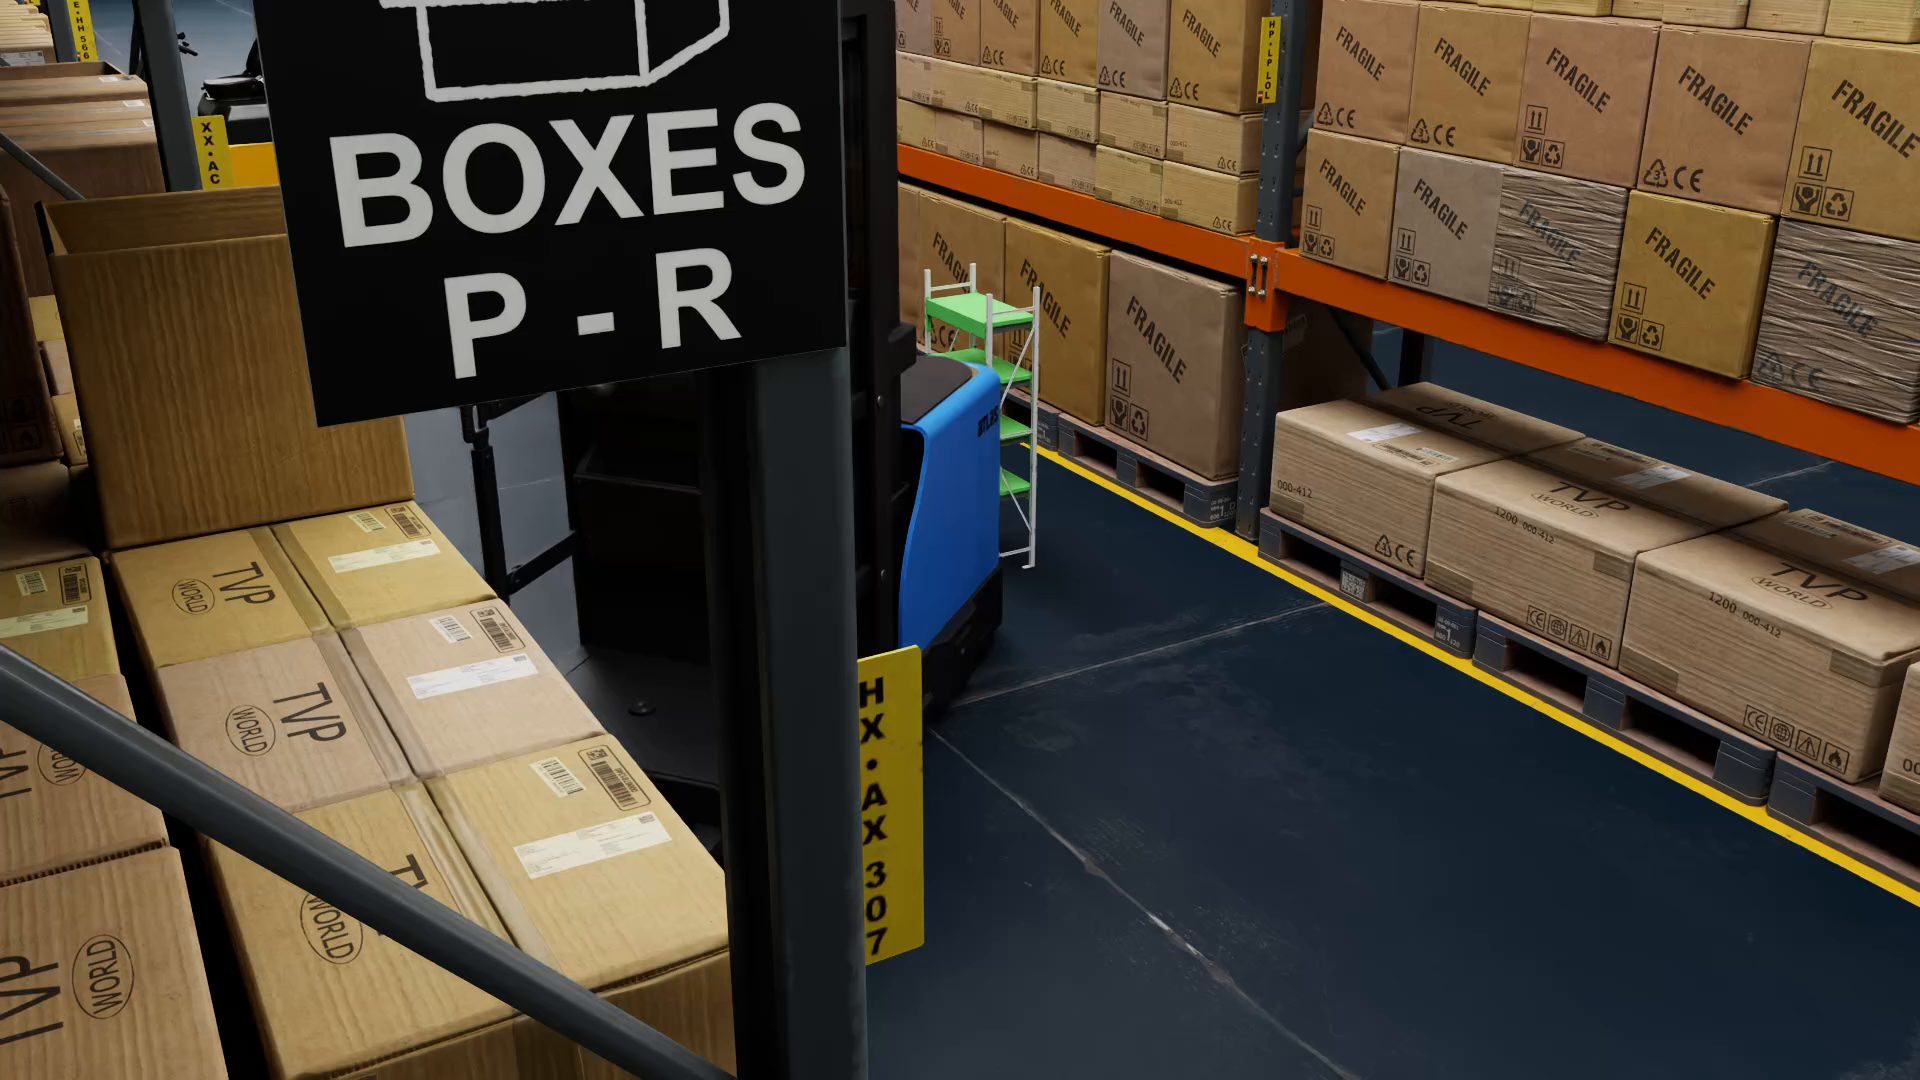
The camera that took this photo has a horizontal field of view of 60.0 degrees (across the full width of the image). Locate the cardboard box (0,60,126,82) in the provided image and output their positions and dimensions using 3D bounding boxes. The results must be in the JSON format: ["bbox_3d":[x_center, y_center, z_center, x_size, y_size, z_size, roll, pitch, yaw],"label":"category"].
[{"bbox_3d":[-3.639,-1.578,6.515,0.797,0.503,0.637,-13,26,-29],"label":"cardboard box"}]

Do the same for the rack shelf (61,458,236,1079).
[{"bbox_3d":[-1.567,0.447,3.183,1.077,0.370,4.000,-13,25,-28],"label":"rack shelf"}]

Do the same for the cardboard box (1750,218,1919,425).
[{"bbox_3d":[2.731,-0.676,4.859,0.500,0.500,0.500,-12,25,-27],"label":"cardboard box"}]

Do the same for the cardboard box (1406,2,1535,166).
[{"bbox_3d":[1.964,-1.634,5.887,0.500,0.500,0.500,-13,25,-29],"label":"cardboard box"}]

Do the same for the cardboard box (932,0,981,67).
[{"bbox_3d":[0.188,-2.758,8.653,0.500,0.500,0.500,-12,25,-27],"label":"cardboard box"}]

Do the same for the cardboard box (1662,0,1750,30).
[{"bbox_3d":[2.376,-1.651,5.067,0.380,0.149,0.250,-13,25,-28],"label":"cardboard box"}]

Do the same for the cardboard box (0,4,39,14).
[{"bbox_3d":[-5.835,-3.173,10.141,0.380,0.149,0.250,-13,26,-30],"label":"cardboard box"}]

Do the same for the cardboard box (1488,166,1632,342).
[{"bbox_3d":[2.193,-1.008,5.674,0.500,0.500,0.500,-12,25,-28],"label":"cardboard box"}]

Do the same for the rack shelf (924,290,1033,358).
[{"bbox_3d":[0.085,-0.888,6.797,0.258,0.148,0.480,-13,25,-28],"label":"rack shelf"}]

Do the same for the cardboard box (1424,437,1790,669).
[{"bbox_3d":[2.363,0.016,6.133,0.875,0.438,0.875,-13,26,-30],"label":"cardboard box"}]

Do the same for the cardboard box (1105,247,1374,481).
[{"bbox_3d":[1.291,-0.885,7.770,0.875,0.875,0.875,-12,25,-27],"label":"cardboard box"}]

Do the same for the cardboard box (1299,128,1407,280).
[{"bbox_3d":[1.691,-1.334,6.476,0.500,0.500,0.500,-12,25,-27],"label":"cardboard box"}]

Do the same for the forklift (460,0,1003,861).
[{"bbox_3d":[-0.821,-0.541,4.750,1.130,2.935,3.031,8,23,18],"label":"forklift"}]

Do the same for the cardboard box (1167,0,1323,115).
[{"bbox_3d":[1.232,-2.095,7.023,0.500,0.500,0.500,-12,25,-27],"label":"cardboard box"}]

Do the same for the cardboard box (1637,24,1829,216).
[{"bbox_3d":[2.471,-1.302,5.070,0.500,0.500,0.500,-13,25,-29],"label":"cardboard box"}]

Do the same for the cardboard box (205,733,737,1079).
[{"bbox_3d":[-0.546,0.494,1.916,0.500,0.250,0.500,-12,25,-28],"label":"cardboard box"}]

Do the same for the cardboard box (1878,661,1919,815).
[{"bbox_3d":[3.297,0.603,4.689,0.875,0.438,0.875,-14,26,-30],"label":"cardboard box"}]

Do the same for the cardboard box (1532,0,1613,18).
[{"bbox_3d":[2.111,-1.809,5.457,0.380,0.149,0.250,-13,26,-30],"label":"cardboard box"}]

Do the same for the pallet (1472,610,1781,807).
[{"bbox_3d":[2.625,0.459,5.902,1.003,0.211,1.213,-13,25,-28],"label":"pallet"}]

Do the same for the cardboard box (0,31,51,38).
[{"bbox_3d":[-4.833,-2.500,8.483,0.380,0.149,0.250,-12,25,-27],"label":"cardboard box"}]

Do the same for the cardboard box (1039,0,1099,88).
[{"bbox_3d":[0.720,-2.429,7.844,0.500,0.500,0.500,-12,25,-27],"label":"cardboard box"}]

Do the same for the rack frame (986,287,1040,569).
[{"bbox_3d":[0.209,-0.423,6.759,0.240,1.200,0.015,-13,25,-28],"label":"rack frame"}]

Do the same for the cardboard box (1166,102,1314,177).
[{"bbox_3d":[1.242,-1.748,7.163,0.500,0.250,0.500,-13,25,-28],"label":"cardboard box"}]

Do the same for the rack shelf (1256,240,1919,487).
[{"bbox_3d":[2.698,-0.509,5.535,1.077,0.370,4.000,-13,25,-28],"label":"rack shelf"}]

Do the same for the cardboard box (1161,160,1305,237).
[{"bbox_3d":[1.231,-1.517,7.259,0.500,0.250,0.500,-13,26,-29],"label":"cardboard box"}]

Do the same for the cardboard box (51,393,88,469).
[{"bbox_3d":[-1.607,-0.161,3.527,0.500,0.250,0.500,-13,25,-29],"label":"cardboard box"}]

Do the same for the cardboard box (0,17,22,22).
[{"bbox_3d":[-5.426,-2.817,9.263,0.380,0.149,0.250,-13,25,-28],"label":"cardboard box"}]

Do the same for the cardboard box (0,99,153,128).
[{"bbox_3d":[-2.908,-1.142,5.446,0.700,0.500,0.500,-12,25,-28],"label":"cardboard box"}]

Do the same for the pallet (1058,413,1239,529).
[{"bbox_3d":[1.217,-0.433,8.097,1.003,0.211,1.213,-13,25,-28],"label":"pallet"}]

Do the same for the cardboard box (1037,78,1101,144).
[{"bbox_3d":[0.711,-2.075,7.967,0.500,0.250,0.500,-12,25,-27],"label":"cardboard box"}]

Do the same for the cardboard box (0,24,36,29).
[{"bbox_3d":[-5.131,-2.657,8.871,0.380,0.149,0.250,-12,25,-28],"label":"cardboard box"}]

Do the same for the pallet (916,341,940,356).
[{"bbox_3d":[-0.029,-1.223,10.040,1.003,0.211,1.213,-13,25,-28],"label":"pallet"}]

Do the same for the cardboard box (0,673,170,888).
[{"bbox_3d":[-1.271,0.428,2.079,0.500,0.250,0.500,-13,25,-28],"label":"cardboard box"}]

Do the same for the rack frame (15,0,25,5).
[{"bbox_3d":[-6.676,-3.123,11.012,1.000,3.000,0.127,-13,25,-28],"label":"rack frame"}]

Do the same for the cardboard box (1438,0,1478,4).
[{"bbox_3d":[1.926,-1.993,5.909,0.380,0.149,0.250,-13,25,-29],"label":"cardboard box"}]

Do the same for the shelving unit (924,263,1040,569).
[{"bbox_3d":[0.085,-0.502,6.954,0.258,1.200,0.503,-13,25,-28],"label":"shelving unit"}]

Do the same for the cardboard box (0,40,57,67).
[{"bbox_3d":[-4.542,-2.335,8.079,0.380,0.149,0.250,-12,25,-27],"label":"cardboard box"}]

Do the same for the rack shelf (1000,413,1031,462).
[{"bbox_3d":[0.085,-0.443,6.978,0.258,0.148,0.480,-13,25,-28],"label":"rack shelf"}]

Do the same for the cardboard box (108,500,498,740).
[{"bbox_3d":[-1.065,0.168,2.720,0.500,0.250,0.500,-13,26,-29],"label":"cardboard box"}]

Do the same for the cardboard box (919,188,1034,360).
[{"bbox_3d":[0.367,-1.466,9.198,0.875,0.875,0.875,-12,25,-28],"label":"cardboard box"}]

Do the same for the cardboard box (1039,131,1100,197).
[{"bbox_3d":[0.730,-1.849,8.076,0.500,0.250,0.500,-13,26,-30],"label":"cardboard box"}]

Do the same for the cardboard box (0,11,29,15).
[{"bbox_3d":[-5.632,-2.994,9.700,0.380,0.149,0.250,-12,25,-28],"label":"cardboard box"}]

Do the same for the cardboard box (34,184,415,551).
[{"bbox_3d":[-1.312,-0.339,2.969,0.500,0.500,0.500,-12,25,-27],"label":"cardboard box"}]

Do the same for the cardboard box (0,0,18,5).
[{"bbox_3d":[-6.163,-3.322,10.507,0.380,0.149,0.250,-13,26,-29],"label":"cardboard box"}]

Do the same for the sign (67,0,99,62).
[{"bbox_3d":[-4.171,-2.436,7.888,0.100,0.325,0.005,-13,25,-28],"label":"sign"}]

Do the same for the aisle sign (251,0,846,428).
[{"bbox_3d":[-0.258,-0.478,1.050,0.394,0.787,0.004,-13,25,-28],"label":"aisle sign"}]

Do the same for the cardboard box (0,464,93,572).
[{"bbox_3d":[-1.787,0.097,2.892,0.500,0.250,0.500,-13,25,-28],"label":"cardboard box"}]

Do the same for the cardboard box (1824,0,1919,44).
[{"bbox_3d":[2.665,-1.485,4.659,0.380,0.149,0.250,-12,25,-27],"label":"cardboard box"}]

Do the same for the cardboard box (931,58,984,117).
[{"bbox_3d":[0.187,-2.404,8.777,0.500,0.250,0.500,-13,25,-28],"label":"cardboard box"}]

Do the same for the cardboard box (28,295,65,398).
[{"bbox_3d":[-2.119,-0.484,4.323,0.500,0.250,0.500,-12,25,-27],"label":"cardboard box"}]

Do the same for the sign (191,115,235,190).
[{"bbox_3d":[-2.126,-1.042,4.741,0.100,0.325,0.005,-13,25,-28],"label":"sign"}]

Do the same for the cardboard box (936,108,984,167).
[{"bbox_3d":[0.207,-2.174,8.877,0.500,0.250,0.500,-12,25,-27],"label":"cardboard box"}]

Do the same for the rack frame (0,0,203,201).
[{"bbox_3d":[-2.589,-0.534,4.641,1.000,3.000,0.127,-13,25,-28],"label":"rack frame"}]
